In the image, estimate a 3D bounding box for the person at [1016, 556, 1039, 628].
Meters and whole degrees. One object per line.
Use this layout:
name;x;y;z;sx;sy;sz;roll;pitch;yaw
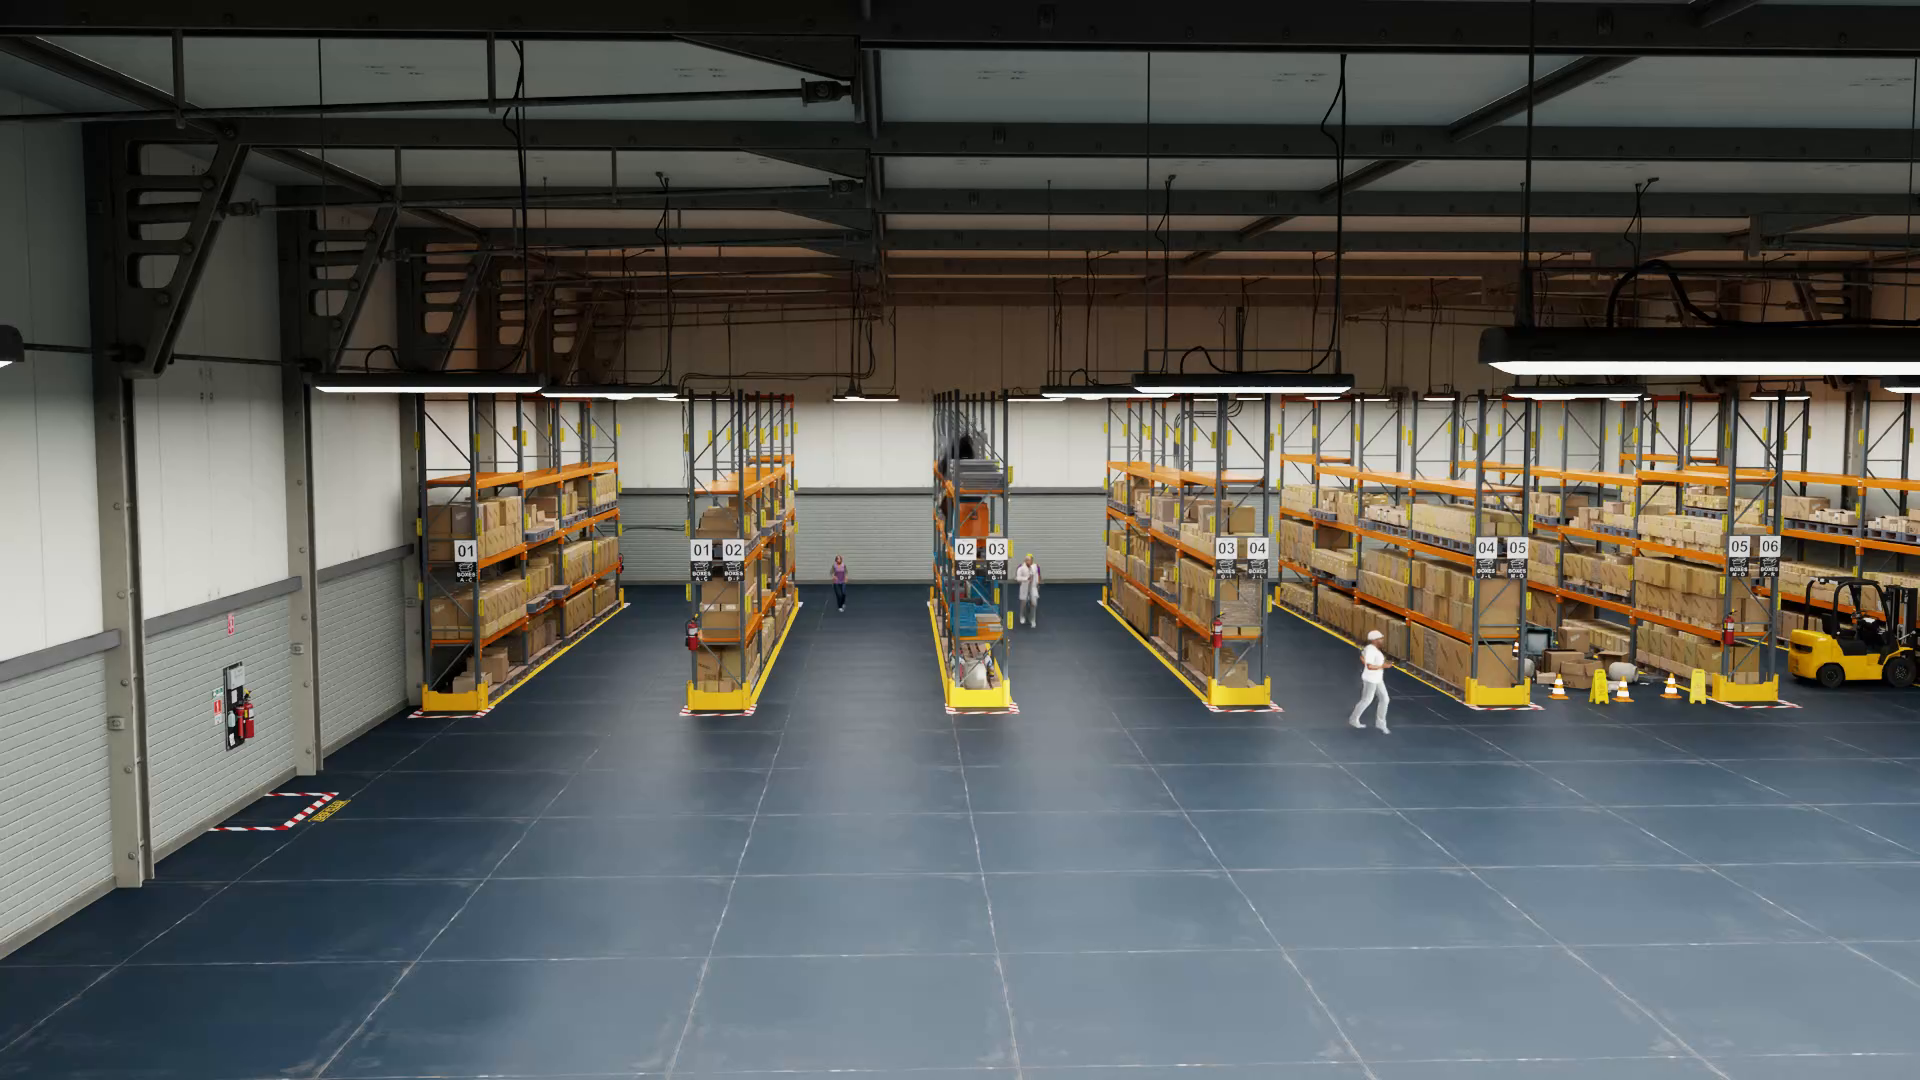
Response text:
person;1.746;1.325;42.951;0.674;1.841;0.951;-1;5;-14

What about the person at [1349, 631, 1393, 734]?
person;7.171;2.492;28.996;0.774;1.832;0.661;3;5;30

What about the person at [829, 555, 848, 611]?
person;-3.325;1.198;45.819;0.536;1.562;0.572;-1;5;-8

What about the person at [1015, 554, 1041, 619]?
person;1.834;1.234;44.602;0.701;1.732;0.680;-1;5;-8

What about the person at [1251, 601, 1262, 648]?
person;6.910;1.751;39.481;0.657;1.610;0.955;0;5;-4
